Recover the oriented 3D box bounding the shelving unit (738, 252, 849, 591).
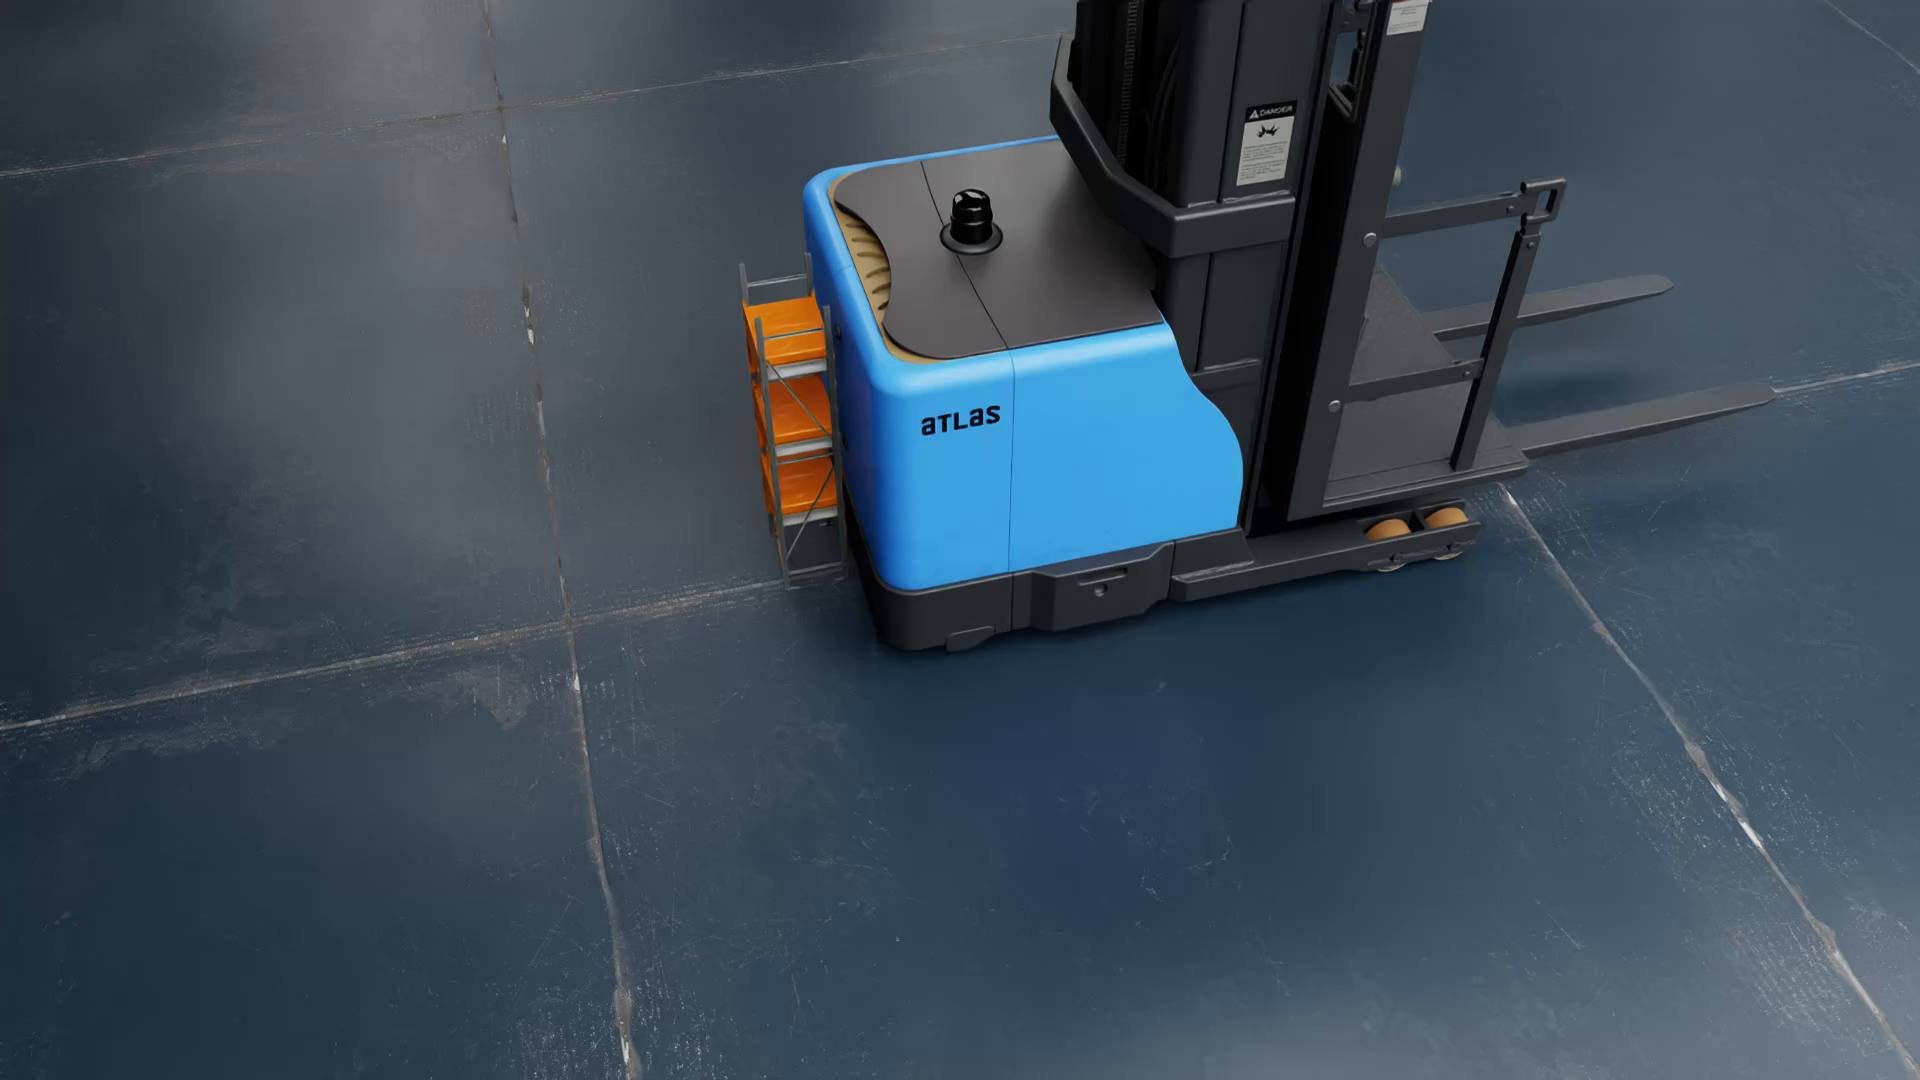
[{"bbox_3d":[-0.473,-0.315,4.824,0.215,1.050,0.252,-11,47,-11],"label":"shelving unit"}]

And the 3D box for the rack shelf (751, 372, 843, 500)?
[{"bbox_3d":[-0.473,-0.308,4.831,0.215,0.259,0.240,-11,47,-11],"label":"rack shelf"}]

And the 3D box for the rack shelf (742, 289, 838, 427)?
[{"bbox_3d":[-0.473,-0.506,4.628,0.215,0.259,0.240,-11,47,-11],"label":"rack shelf"}]

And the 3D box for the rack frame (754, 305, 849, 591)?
[{"bbox_3d":[-0.441,-0.231,4.741,0.200,1.050,0.008,-11,47,-11],"label":"rack frame"}]

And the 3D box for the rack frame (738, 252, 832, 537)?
[{"bbox_3d":[-0.505,-0.399,4.906,0.200,1.050,0.008,-11,47,-11],"label":"rack frame"}]

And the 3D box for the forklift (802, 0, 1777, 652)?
[{"bbox_3d":[1.108,-1.283,4.455,3.031,2.935,1.130,-11,47,-11],"label":"forklift"}]

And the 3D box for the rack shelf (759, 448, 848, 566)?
[{"bbox_3d":[-0.472,-0.113,5.030,0.215,0.259,0.240,-11,47,-11],"label":"rack shelf"}]
